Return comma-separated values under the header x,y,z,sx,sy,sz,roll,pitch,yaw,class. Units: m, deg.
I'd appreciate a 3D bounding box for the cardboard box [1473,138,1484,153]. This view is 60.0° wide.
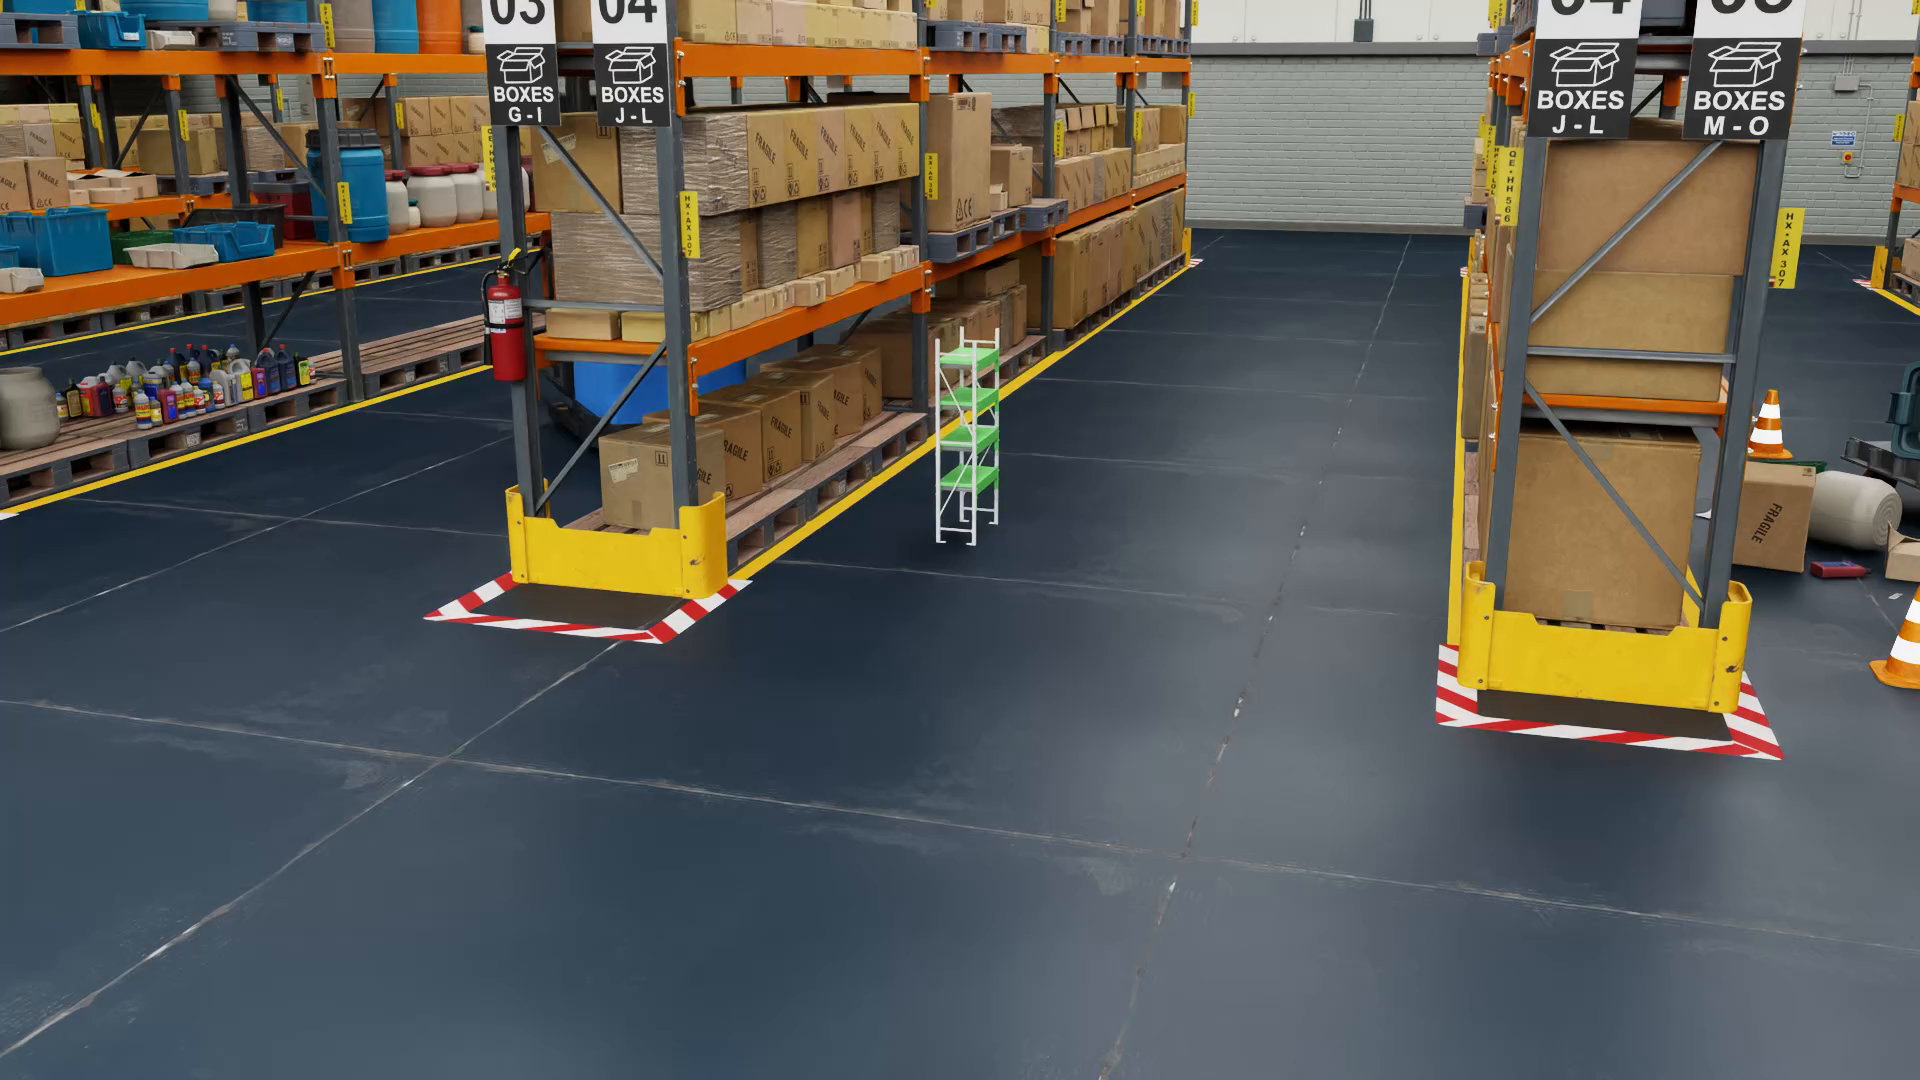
x,y,z,sx,sy,sz,roll,pitch,yaw,class
5.714,-4.226,17.831,0.380,0.149,0.250,6,17,19,cardboard box

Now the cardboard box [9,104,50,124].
x,y,z,sx,sy,sz,roll,pitch,yaw,class
-12.749,-5.776,22.556,0.500,0.250,0.500,5,17,17,cardboard box

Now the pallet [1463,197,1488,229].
x,y,z,sx,sy,sz,roll,pitch,yaw,class
5.231,-2.982,15.196,1.213,0.211,1.003,5,16,16,pallet

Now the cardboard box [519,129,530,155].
x,y,z,sx,sy,sz,roll,pitch,yaw,class
-6.830,-5.926,25.043,0.500,0.500,0.500,5,17,16,cardboard box

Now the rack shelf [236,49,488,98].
x,y,z,sx,sy,sz,roll,pitch,yaw,class
-4.914,-4.248,15.131,1.077,0.370,4.000,5,16,16,rack shelf

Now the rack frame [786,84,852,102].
x,y,z,sx,sy,sz,roll,pitch,yaw,class
-2.072,-5.767,24.666,1.000,3.000,0.127,5,16,16,rack frame

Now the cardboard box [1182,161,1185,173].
x,y,z,sx,sy,sz,roll,pitch,yaw,class
2.892,-5.144,22.927,0.380,0.149,0.250,5,17,17,cardboard box

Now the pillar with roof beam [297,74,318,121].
x,y,z,sx,sy,sz,roll,pitch,yaw,class
-7.505,-9.861,28.106,9.100,9.000,0.400,5,16,16,pillar with roof beam

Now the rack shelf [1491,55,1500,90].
x,y,z,sx,sy,sz,roll,pitch,yaw,class
5.699,-4.499,16.017,1.077,0.370,4.000,5,16,16,rack shelf

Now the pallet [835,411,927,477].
x,y,z,sx,sy,sz,roll,pitch,yaw,class
-0.890,-0.724,11.994,1.003,0.211,1.213,5,16,16,pallet

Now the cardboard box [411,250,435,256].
x,y,z,sx,sy,sz,roll,pitch,yaw,class
-7.630,-4.117,22.969,0.500,0.311,0.500,5,16,16,cardboard box

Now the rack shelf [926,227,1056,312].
x,y,z,sx,sy,sz,roll,pitch,yaw,class
-0.165,-2.421,14.186,1.077,0.370,4.000,5,16,16,rack shelf

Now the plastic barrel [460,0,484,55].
x,y,z,sx,sy,sz,roll,pitch,yaw,class
-4.787,-5.161,16.111,0.600,0.901,0.600,0,16,0,plastic barrel

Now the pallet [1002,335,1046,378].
x,y,z,sx,sy,sz,roll,pitch,yaw,class
0.180,-1.744,15.593,1.003,0.211,1.213,5,16,16,pallet

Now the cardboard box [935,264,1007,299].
x,y,z,sx,sy,sz,roll,pitch,yaw,class
0.101,-2.343,14.993,0.500,0.250,0.500,7,17,22,cardboard box

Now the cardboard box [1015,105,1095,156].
x,y,z,sx,sy,sz,roll,pitch,yaw,class
0.999,-4.357,17.673,0.797,0.503,0.637,5,17,18,cardboard box

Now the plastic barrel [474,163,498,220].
x,y,z,sx,sy,sz,roll,pitch,yaw,class
-4.552,-3.332,15.876,0.421,0.512,0.421,0,16,0,plastic barrel

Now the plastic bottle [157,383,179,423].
x,y,z,sx,sy,sz,roll,pitch,yaw,class
-5.723,-0.994,12.009,0.061,0.283,0.133,5,17,17,plastic bottle

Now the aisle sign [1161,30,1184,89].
x,y,z,sx,sy,sz,roll,pitch,yaw,class
2.985,-6.629,22.941,0.394,0.787,0.004,5,16,16,aisle sign

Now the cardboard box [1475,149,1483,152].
x,y,z,sx,sy,sz,roll,pitch,yaw,class
4.978,-3.544,15.429,0.380,0.149,0.250,5,17,18,cardboard box

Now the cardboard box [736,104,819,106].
x,y,z,sx,sy,sz,roll,pitch,yaw,class
-1.245,-2.687,11.245,0.500,0.500,0.500,5,16,16,cardboard box

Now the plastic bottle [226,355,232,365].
x,y,z,sx,sy,sz,roll,pitch,yaw,class
-6.022,-1.417,13.651,0.097,0.201,0.097,0,16,0,plastic bottle

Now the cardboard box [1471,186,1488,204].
x,y,z,sx,sy,sz,roll,pitch,yaw,class
4.830,-3.125,15.041,0.380,0.149,0.250,5,17,17,cardboard box

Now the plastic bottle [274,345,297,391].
x,y,z,sx,sy,sz,roll,pitch,yaw,class
-5.389,-1.374,13.226,0.144,0.351,0.185,4,16,14,plastic bottle

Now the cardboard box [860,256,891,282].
x,y,z,sx,sy,sz,roll,pitch,yaw,class
-0.685,-1.844,11.295,0.380,0.149,0.250,5,16,16,cardboard box

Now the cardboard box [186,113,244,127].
x,y,z,sx,sy,sz,roll,pitch,yaw,class
-11.902,-6.354,26.186,0.980,0.700,0.700,4,16,15,cardboard box

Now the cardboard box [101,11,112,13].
x,y,z,sx,sy,sz,roll,pitch,yaw,class
-9.168,-5.509,17.764,0.500,0.250,0.500,3,16,12,cardboard box

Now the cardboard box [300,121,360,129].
x,y,z,sx,sy,sz,roll,pitch,yaw,class
-8.306,-5.249,21.887,0.700,0.500,0.500,-1,16,-3,cardboard box

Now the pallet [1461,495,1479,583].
x,y,z,sx,sy,sz,roll,pitch,yaw,class
3.358,0.022,9.365,1.003,0.211,1.213,5,16,16,pallet

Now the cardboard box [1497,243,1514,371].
x,y,z,sx,sy,sz,roll,pitch,yaw,class
3.054,-1.105,7.952,0.875,0.550,0.550,5,16,16,cardboard box

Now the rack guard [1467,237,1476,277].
x,y,z,sx,sy,sz,roll,pitch,yaw,class
7.382,-3.750,22.133,1.175,0.500,0.348,5,16,16,rack guard

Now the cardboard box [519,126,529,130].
x,y,z,sx,sy,sz,roll,pitch,yaw,class
-6.825,-6.412,24.921,0.500,0.500,0.500,5,17,17,cardboard box

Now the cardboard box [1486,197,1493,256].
x,y,z,sx,sy,sz,roll,pitch,yaw,class
4.315,-2.435,12.736,0.500,0.500,0.500,4,16,15,cardboard box

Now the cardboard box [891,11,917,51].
x,y,z,sx,sy,sz,roll,pitch,yaw,class
-0.612,-3.475,11.362,0.500,0.250,0.500,5,17,18,cardboard box

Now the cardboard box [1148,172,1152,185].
x,y,z,sx,sy,sz,roll,pitch,yaw,class
2.165,-4.474,20.567,0.380,0.149,0.250,4,16,14,cardboard box

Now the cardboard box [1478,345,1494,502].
x,y,z,sx,sy,sz,roll,pitch,yaw,class
3.495,-0.617,9.633,0.875,0.875,0.875,5,17,16,cardboard box

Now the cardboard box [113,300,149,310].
x,y,z,sx,sy,sz,roll,pitch,yaw,class
-9.152,-2.647,17.934,0.500,0.250,0.500,4,16,15,cardboard box

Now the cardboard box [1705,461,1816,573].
x,y,z,sx,sy,sz,roll,pitch,yaw,class
4.536,-0.146,9.422,0.500,0.500,0.500,8,18,25,cardboard box

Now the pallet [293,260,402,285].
x,y,z,sx,sy,sz,roll,pitch,yaw,class
-8.151,-3.549,21.954,1.003,0.211,1.213,5,16,16,pallet

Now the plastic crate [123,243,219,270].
x,y,z,sx,sy,sz,roll,pitch,yaw,class
-5.700,-2.057,12.066,0.530,0.136,0.437,5,16,16,plastic crate

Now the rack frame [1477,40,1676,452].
x,y,z,sx,sy,sz,roll,pitch,yaw,class
3.994,-1.833,10.794,1.000,3.000,0.127,5,16,16,rack frame

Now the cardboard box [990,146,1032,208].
x,y,z,sx,sy,sz,roll,pitch,yaw,class
0.226,-3.242,14.810,0.700,0.500,0.500,7,17,24,cardboard box

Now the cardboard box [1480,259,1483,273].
x,y,z,sx,sy,sz,roll,pitch,yaw,class
5.073,-2.439,15.367,0.500,0.250,0.500,4,16,15,cardboard box

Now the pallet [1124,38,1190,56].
x,y,z,sx,sy,sz,roll,pitch,yaw,class
2.476,-6.589,22.227,1.003,0.211,1.213,5,16,16,pallet

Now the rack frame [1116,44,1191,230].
x,y,z,sx,sy,sz,roll,pitch,yaw,class
2.677,-5.383,23.312,1.000,3.000,0.127,5,16,16,rack frame

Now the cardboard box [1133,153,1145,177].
x,y,z,sx,sy,sz,roll,pitch,yaw,class
1.925,-4.510,19.964,0.500,0.250,0.500,4,16,15,cardboard box

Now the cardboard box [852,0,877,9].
x,y,z,sx,sy,sz,roll,pitch,yaw,class
-0.754,-3.490,10.683,0.380,0.149,0.250,4,16,14,cardboard box

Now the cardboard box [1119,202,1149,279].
x,y,z,sx,sy,sz,roll,pitch,yaw,class
1.805,-3.683,20.442,0.875,0.875,0.875,5,16,16,cardboard box

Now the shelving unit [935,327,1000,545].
x,y,z,sx,sy,sz,roll,pitch,yaw,class
0.047,-0.621,9.818,0.258,1.200,0.503,5,16,16,shelving unit

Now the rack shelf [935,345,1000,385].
x,y,z,sx,sy,sz,roll,pitch,yaw,class
0.047,-1.021,9.705,0.258,0.148,0.480,5,16,16,rack shelf

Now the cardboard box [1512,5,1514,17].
x,y,z,sx,sy,sz,roll,pitch,yaw,class
4.425,-4.092,12.472,0.500,0.311,0.500,4,16,15,cardboard box

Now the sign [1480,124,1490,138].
x,y,z,sx,sy,sz,roll,pitch,yaw,class
5.745,-4.382,18.196,0.100,0.325,0.005,5,16,16,sign

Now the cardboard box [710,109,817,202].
x,y,z,sx,sy,sz,roll,pitch,yaw,class
-1.163,-2.253,9.716,0.500,0.500,0.500,5,16,16,cardboard box

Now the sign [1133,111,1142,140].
x,y,z,sx,sy,sz,roll,pitch,yaw,class
2.063,-4.816,19.336,0.100,0.325,0.005,5,16,16,sign

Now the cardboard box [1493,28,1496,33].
x,y,z,sx,sy,sz,roll,pitch,yaw,class
6.585,-6.089,19.660,0.500,0.250,0.500,4,16,14,cardboard box

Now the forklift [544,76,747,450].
x,y,z,sx,sy,sz,roll,pitch,yaw,class
-2.591,-2.327,12.664,1.130,2.935,3.031,-7,17,-24,forklift

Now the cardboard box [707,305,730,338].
x,y,z,sx,sy,sz,roll,pitch,yaw,class
-1.471,-1.196,9.011,0.380,0.149,0.250,5,16,16,cardboard box

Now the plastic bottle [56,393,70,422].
x,y,z,sx,sy,sz,roll,pitch,yaw,class
-6.517,-0.961,12.043,0.097,0.201,0.097,0,16,0,plastic bottle

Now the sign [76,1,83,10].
x,y,z,sx,sy,sz,roll,pitch,yaw,class
-12.184,-7.293,23.023,0.100,0.325,0.005,5,16,16,sign
